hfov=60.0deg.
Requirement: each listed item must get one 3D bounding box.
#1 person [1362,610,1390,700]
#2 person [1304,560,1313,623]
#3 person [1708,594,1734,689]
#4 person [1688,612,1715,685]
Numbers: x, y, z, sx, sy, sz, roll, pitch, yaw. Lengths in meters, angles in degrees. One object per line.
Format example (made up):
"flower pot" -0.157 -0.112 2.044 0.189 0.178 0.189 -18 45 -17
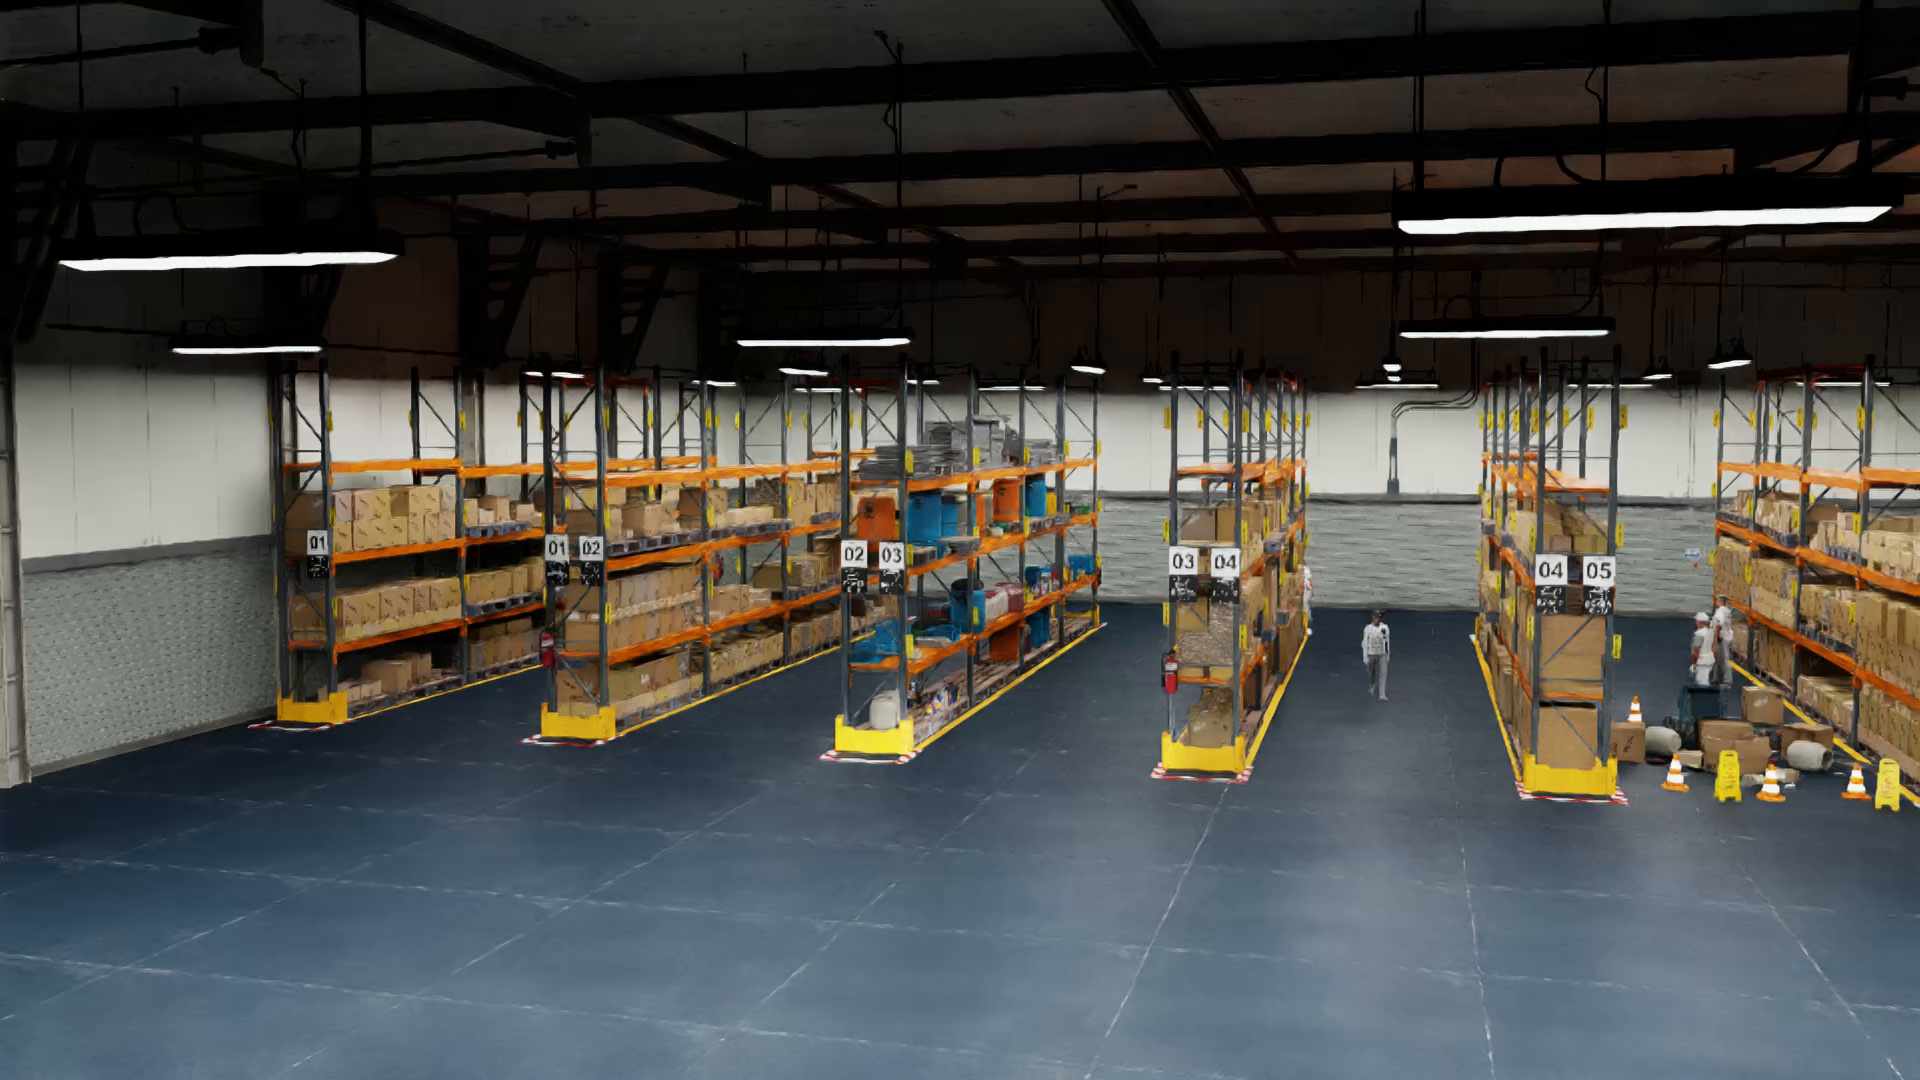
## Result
"person" 7.485 2.032 29.919 0.499 1.587 1.074 1 4 13
"person" 8.443 1.258 40.815 0.536 1.692 0.589 -2 4 -23
"person" 14.204 1.878 31.113 0.598 1.743 0.675 3 5 35
"person" 12.389 2.092 27.866 0.577 1.782 0.655 4 6 43
